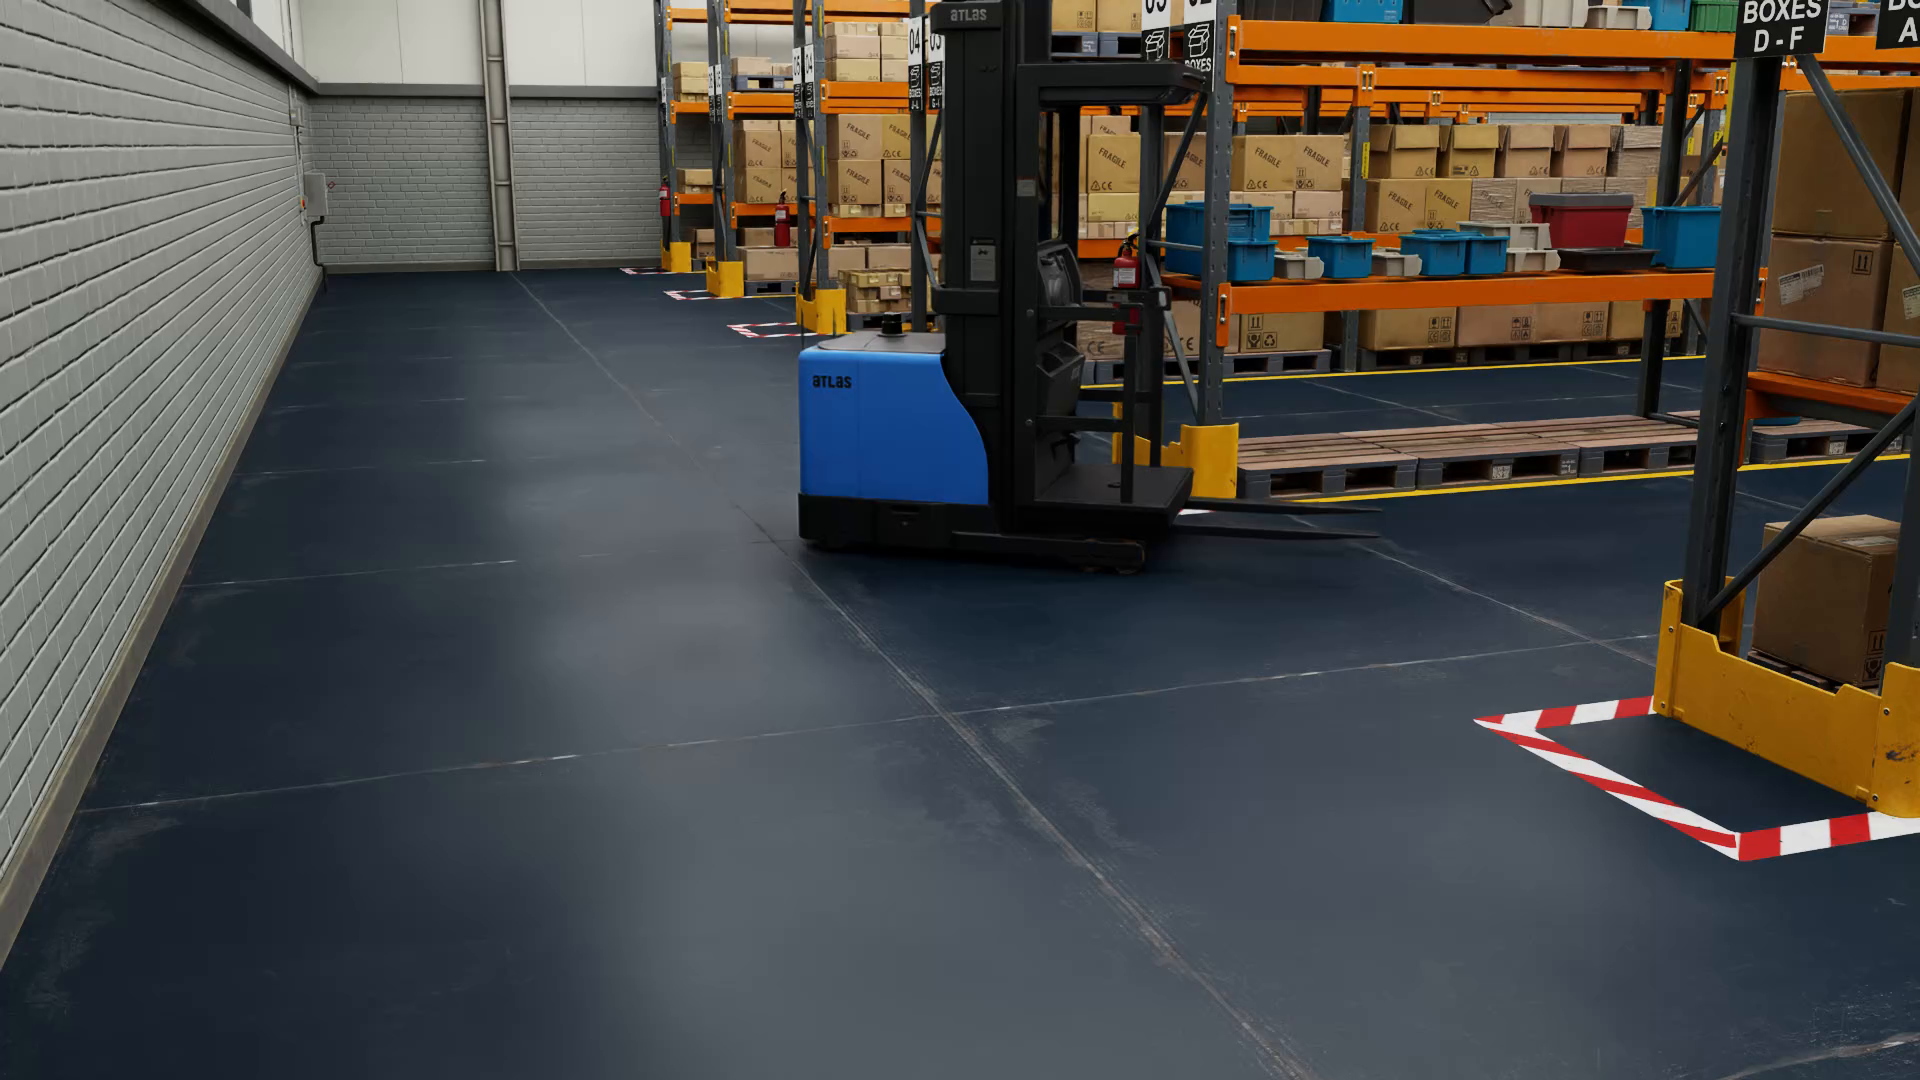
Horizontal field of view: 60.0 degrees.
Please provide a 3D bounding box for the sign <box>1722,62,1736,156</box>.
[{"bbox_3d":[2.765,-1.532,5.916,0.005,0.325,0.100,-4,14,-18],"label":"sign"}]

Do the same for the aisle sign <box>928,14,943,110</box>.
[{"bbox_3d":[-0.205,-4.058,14.104,0.004,0.787,0.394,-4,14,-18],"label":"aisle sign"}]

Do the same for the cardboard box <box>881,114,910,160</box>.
[{"bbox_3d":[-0.732,-4.653,19.204,0.500,0.500,0.500,-4,14,-16],"label":"cardboard box"}]

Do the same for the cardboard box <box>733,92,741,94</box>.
[{"bbox_3d":[-3.997,-7.672,28.115,0.500,0.250,0.500,-4,14,-17],"label":"cardboard box"}]

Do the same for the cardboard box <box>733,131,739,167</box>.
[{"bbox_3d":[-3.012,-5.661,24.083,0.500,0.500,0.500,-4,14,-16],"label":"cardboard box"}]

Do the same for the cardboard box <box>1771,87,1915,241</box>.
[{"bbox_3d":[3.257,-1.320,5.833,0.500,0.500,0.500,-5,14,-19],"label":"cardboard box"}]

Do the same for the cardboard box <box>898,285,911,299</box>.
[{"bbox_3d":[-0.659,-2.950,19.672,0.250,0.149,0.380,-4,14,-17],"label":"cardboard box"}]

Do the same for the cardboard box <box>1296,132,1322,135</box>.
[{"bbox_3d":[5.649,-6.524,26.922,0.250,0.149,0.380,-5,14,-21],"label":"cardboard box"}]

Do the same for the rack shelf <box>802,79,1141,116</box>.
[{"bbox_3d":[0.177,-5.217,19.665,4.000,0.370,1.077,-4,14,-18],"label":"rack shelf"}]

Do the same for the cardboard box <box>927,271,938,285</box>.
[{"bbox_3d":[-0.403,-3.105,19.680,0.250,0.149,0.380,-5,14,-21],"label":"cardboard box"}]

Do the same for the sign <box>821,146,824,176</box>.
[{"bbox_3d":[-1.546,-4.262,18.708,0.005,0.325,0.100,-4,14,-18],"label":"sign"}]

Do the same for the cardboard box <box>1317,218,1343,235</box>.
[{"bbox_3d":[3.374,-2.943,15.578,0.250,0.149,0.380,-4,14,-18],"label":"cardboard box"}]

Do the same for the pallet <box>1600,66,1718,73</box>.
[{"bbox_3d":[6.756,-4.763,16.612,1.003,0.211,1.213,-4,14,-15],"label":"pallet"}]

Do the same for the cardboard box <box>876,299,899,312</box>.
[{"bbox_3d":[-0.898,-2.783,19.614,0.250,0.149,0.380,-5,14,-18],"label":"cardboard box"}]

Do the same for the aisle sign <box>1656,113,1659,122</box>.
[{"bbox_3d":[11.922,-7.425,28.257,0.004,0.787,0.394,-4,14,-18],"label":"aisle sign"}]

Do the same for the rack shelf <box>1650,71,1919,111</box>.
[{"bbox_3d":[9.245,-4.712,17.543,4.000,0.370,1.077,-4,14,-18],"label":"rack shelf"}]

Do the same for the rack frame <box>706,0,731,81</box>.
[{"bbox_3d":[-3.393,-7.957,23.147,0.127,3.000,1.000,-4,14,-18],"label":"rack frame"}]

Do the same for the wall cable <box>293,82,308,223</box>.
[{"bbox_3d":[-9.193,-5.421,23.257,0.122,1.984,0.588,-4,14,-18],"label":"wall cable"}]

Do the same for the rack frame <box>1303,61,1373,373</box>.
[{"bbox_3d":[3.558,-3.160,15.945,0.127,3.000,1.000,-4,14,-18],"label":"rack frame"}]

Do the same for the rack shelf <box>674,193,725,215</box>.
[{"bbox_3d":[-3.084,-5.924,29.121,4.000,0.370,1.077,-4,14,-18],"label":"rack shelf"}]

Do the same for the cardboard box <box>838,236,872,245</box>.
[{"bbox_3d":[-1.890,-5.321,29.934,0.500,0.311,0.500,-4,14,-16],"label":"cardboard box"}]

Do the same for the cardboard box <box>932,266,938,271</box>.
[{"bbox_3d":[-0.334,-3.252,20.298,0.250,0.149,0.380,-4,14,-16],"label":"cardboard box"}]

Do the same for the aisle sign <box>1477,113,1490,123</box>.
[{"bbox_3d":[10.340,-8.513,32.830,0.004,0.787,0.394,-4,14,-18],"label":"aisle sign"}]

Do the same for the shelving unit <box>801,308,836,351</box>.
[{"bbox_3d":[-0.806,-0.721,9.579,0.189,1.200,0.258,-1,13,-6],"label":"shelving unit"}]

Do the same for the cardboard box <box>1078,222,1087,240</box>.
[{"bbox_3d":[0.941,-2.754,14.782,0.250,0.149,0.380,-5,14,-19],"label":"cardboard box"}]

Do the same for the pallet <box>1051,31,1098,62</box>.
[{"bbox_3d":[0.467,-4.338,14.607,1.213,0.211,1.003,-4,14,-18],"label":"pallet"}]

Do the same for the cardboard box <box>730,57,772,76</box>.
[{"bbox_3d":[-2.996,-6.730,23.674,0.500,0.250,0.500,-6,15,-23],"label":"cardboard box"}]

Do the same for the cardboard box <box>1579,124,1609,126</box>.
[{"bbox_3d":[10.424,-6.717,27.881,0.500,0.500,0.700,-5,14,-19],"label":"cardboard box"}]

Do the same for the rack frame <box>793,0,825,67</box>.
[{"bbox_3d":[-1.719,-6.879,18.615,0.127,3.000,1.000,-4,14,-18],"label":"rack frame"}]

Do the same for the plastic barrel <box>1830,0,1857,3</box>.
[{"bbox_3d":[5.717,-3.787,10.899,0.433,0.535,0.433,0,13,0],"label":"plastic barrel"}]

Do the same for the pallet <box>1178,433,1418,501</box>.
[{"bbox_3d":[2.141,-0.474,10.680,1.213,0.211,1.003,-4,14,-18],"label":"pallet"}]

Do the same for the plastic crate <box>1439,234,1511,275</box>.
[{"bbox_3d":[3.218,-1.791,10.424,0.300,0.233,0.416,-4,14,-18],"label":"plastic crate"}]

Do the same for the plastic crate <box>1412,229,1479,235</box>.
[{"bbox_3d":[3.212,-1.934,11.023,0.300,0.233,0.416,-4,14,-18],"label":"plastic crate"}]

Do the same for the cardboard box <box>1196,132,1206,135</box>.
[{"bbox_3d":[3.782,-6.068,25.795,0.500,0.500,0.500,-5,14,-20],"label":"cardboard box"}]

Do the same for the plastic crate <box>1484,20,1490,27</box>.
[{"bbox_3d":[3.226,-3.316,10.691,0.530,0.136,0.437,-4,14,-18],"label":"plastic crate"}]

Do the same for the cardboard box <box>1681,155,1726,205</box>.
[{"bbox_3d":[7.849,-3.757,17.331,0.500,0.500,0.500,-6,15,-25],"label":"cardboard box"}]

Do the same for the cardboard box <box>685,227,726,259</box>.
[{"bbox_3d":[-4.370,-5.141,28.760,0.637,0.503,0.797,-5,14,-20],"label":"cardboard box"}]

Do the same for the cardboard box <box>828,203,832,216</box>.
[{"bbox_3d":[-1.500,-3.924,19.700,0.250,0.149,0.380,-4,14,-18],"label":"cardboard box"}]

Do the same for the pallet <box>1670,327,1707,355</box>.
[{"bbox_3d":[8.091,-2.156,17.750,1.213,0.211,1.003,-4,14,-18],"label":"pallet"}]

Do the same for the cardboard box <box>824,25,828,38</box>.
[{"bbox_3d":[-1.497,-5.872,19.249,0.250,0.149,0.380,-5,14,-19],"label":"cardboard box"}]

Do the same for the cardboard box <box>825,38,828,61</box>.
[{"bbox_3d":[-1.363,-5.679,19.299,0.500,0.250,0.500,-5,14,-20],"label":"cardboard box"}]

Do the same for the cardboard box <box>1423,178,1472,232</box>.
[{"bbox_3d":[4.550,-3.225,16.003,0.500,0.500,0.500,-4,14,-18],"label":"cardboard box"}]

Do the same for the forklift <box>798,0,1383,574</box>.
[{"bbox_3d":[0.710,-1.390,8.653,3.031,2.935,1.130,3,14,14],"label":"forklift"}]

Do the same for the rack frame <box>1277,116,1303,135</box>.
[{"bbox_3d":[6.393,-7.012,32.141,0.127,3.000,1.000,-4,14,-18],"label":"rack frame"}]

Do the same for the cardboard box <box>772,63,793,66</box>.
[{"bbox_3d":[-3.040,-7.992,28.378,0.500,0.250,0.500,-4,14,-17],"label":"cardboard box"}]

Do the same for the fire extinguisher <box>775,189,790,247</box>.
[{"bbox_3d":[-2.105,-3.824,19.708,0.183,0.674,0.296,-4,14,-18],"label":"fire extinguisher"}]

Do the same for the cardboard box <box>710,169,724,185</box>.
[{"bbox_3d":[-3.986,-6.210,28.449,0.500,0.250,0.500,-4,14,-17],"label":"cardboard box"}]

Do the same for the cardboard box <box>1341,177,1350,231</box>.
[{"bbox_3d":[3.915,-3.303,16.331,0.500,0.500,0.500,-4,14,-18],"label":"cardboard box"}]

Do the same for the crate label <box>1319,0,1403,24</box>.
[{"bbox_3d":[2.325,-3.163,9.796,0.502,0.251,0.408,-4,14,-18],"label":"crate label"}]

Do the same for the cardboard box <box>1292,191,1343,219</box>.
[{"bbox_3d":[3.224,-3.141,15.549,0.500,0.250,0.500,-5,14,-19],"label":"cardboard box"}]

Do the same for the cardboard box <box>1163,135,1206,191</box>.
[{"bbox_3d":[2.062,-3.543,15.617,0.500,0.500,0.500,-5,14,-20],"label":"cardboard box"}]

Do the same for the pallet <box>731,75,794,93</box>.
[{"bbox_3d":[-2.694,-6.511,23.745,1.213,0.211,1.003,-4,14,-18],"label":"pallet"}]

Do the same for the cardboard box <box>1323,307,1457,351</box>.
[{"bbox_3d":[4.159,-2.382,16.359,0.875,0.875,1.225,-4,14,-18],"label":"cardboard box"}]

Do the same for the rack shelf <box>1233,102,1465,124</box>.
[{"bbox_3d":[6.084,-6.885,26.681,4.000,0.370,1.077,-4,14,-18],"label":"rack shelf"}]

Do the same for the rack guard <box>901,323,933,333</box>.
[{"bbox_3d":[-0.255,-1.647,14.986,0.348,0.500,1.175,-4,14,-18],"label":"rack guard"}]

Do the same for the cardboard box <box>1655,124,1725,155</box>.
[{"bbox_3d":[10.015,-5.464,22.973,0.550,0.550,0.875,-4,14,-18],"label":"cardboard box"}]

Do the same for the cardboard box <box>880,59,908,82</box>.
[{"bbox_3d":[-0.711,-5.361,19.042,0.500,0.250,0.500,-4,14,-16],"label":"cardboard box"}]
